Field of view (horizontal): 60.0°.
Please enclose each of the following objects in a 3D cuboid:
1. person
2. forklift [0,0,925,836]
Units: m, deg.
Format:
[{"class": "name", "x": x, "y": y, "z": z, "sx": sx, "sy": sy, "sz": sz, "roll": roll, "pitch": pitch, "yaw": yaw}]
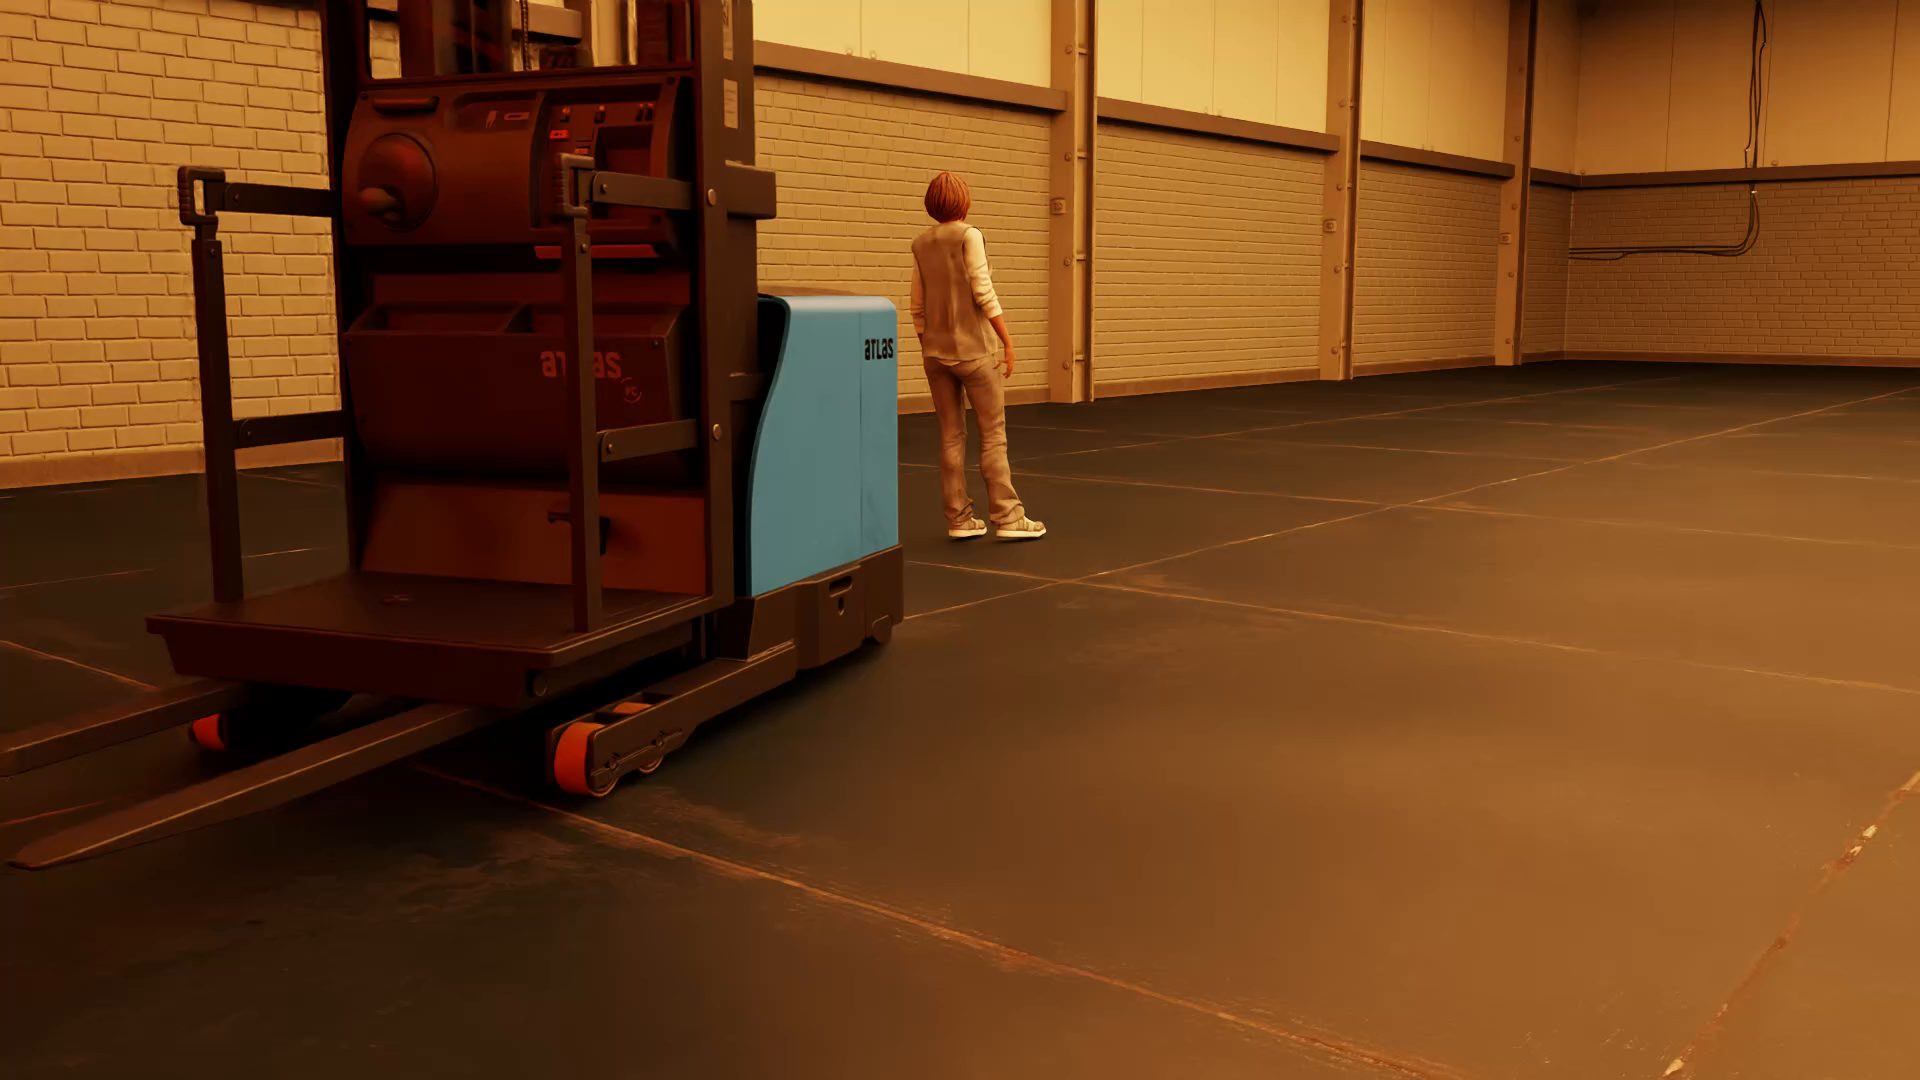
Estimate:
[{"class": "person", "x": 0.058, "y": -0.805, "z": 7.337, "sx": 0.520, "sy": 1.600, "sz": 0.472, "roll": 7, "pitch": 11, "yaw": 38}, {"class": "forklift", "x": -1.109, "y": -0.983, "z": 4.002, "sx": 1.130, "sy": 2.935, "sz": 3.031, "roll": 3, "pitch": 9, "yaw": 20}]
